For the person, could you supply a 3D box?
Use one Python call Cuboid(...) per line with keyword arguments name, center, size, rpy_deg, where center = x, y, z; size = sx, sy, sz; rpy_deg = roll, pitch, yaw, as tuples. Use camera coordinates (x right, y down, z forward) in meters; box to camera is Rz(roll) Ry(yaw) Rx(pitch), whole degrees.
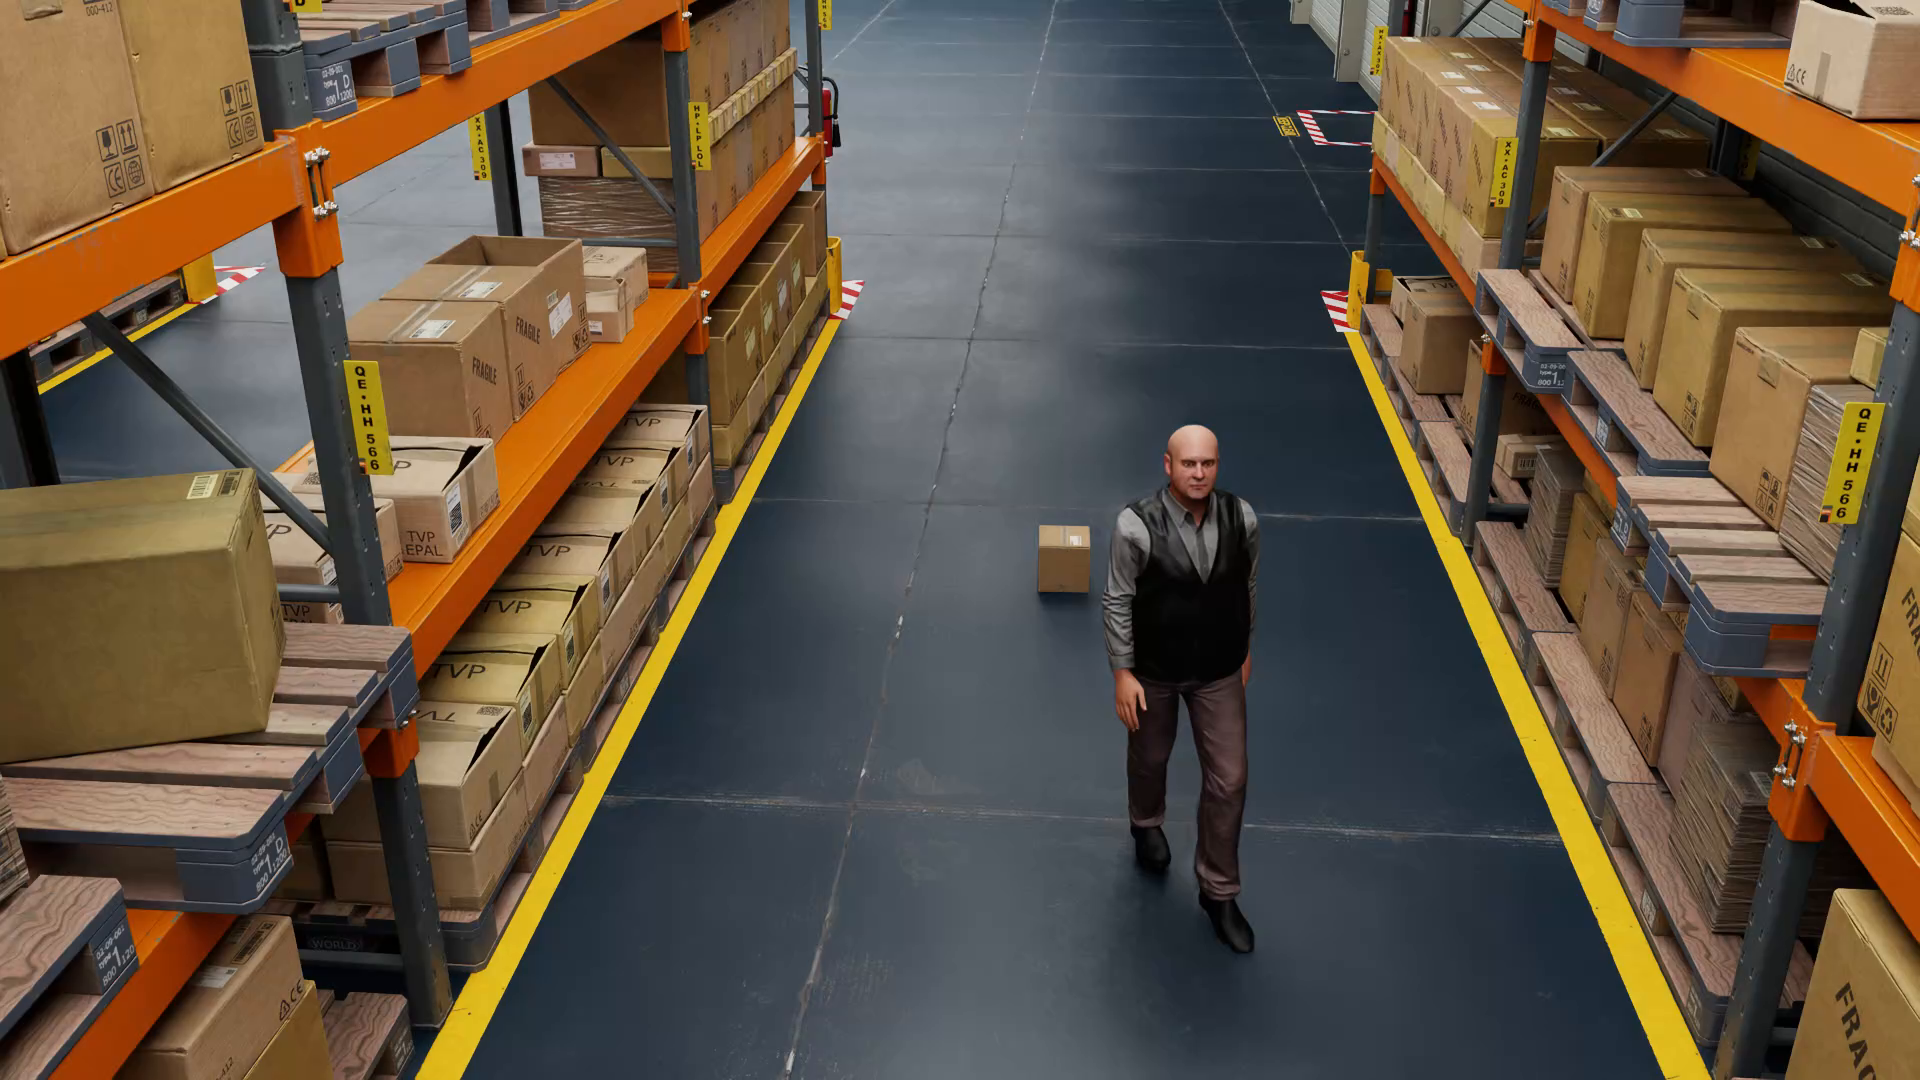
Cuboid(name="person", center=(0.757, 0.479, 5.599), size=(0.571, 1.758, 0.758), rpy_deg=(-3, 25, -7))
